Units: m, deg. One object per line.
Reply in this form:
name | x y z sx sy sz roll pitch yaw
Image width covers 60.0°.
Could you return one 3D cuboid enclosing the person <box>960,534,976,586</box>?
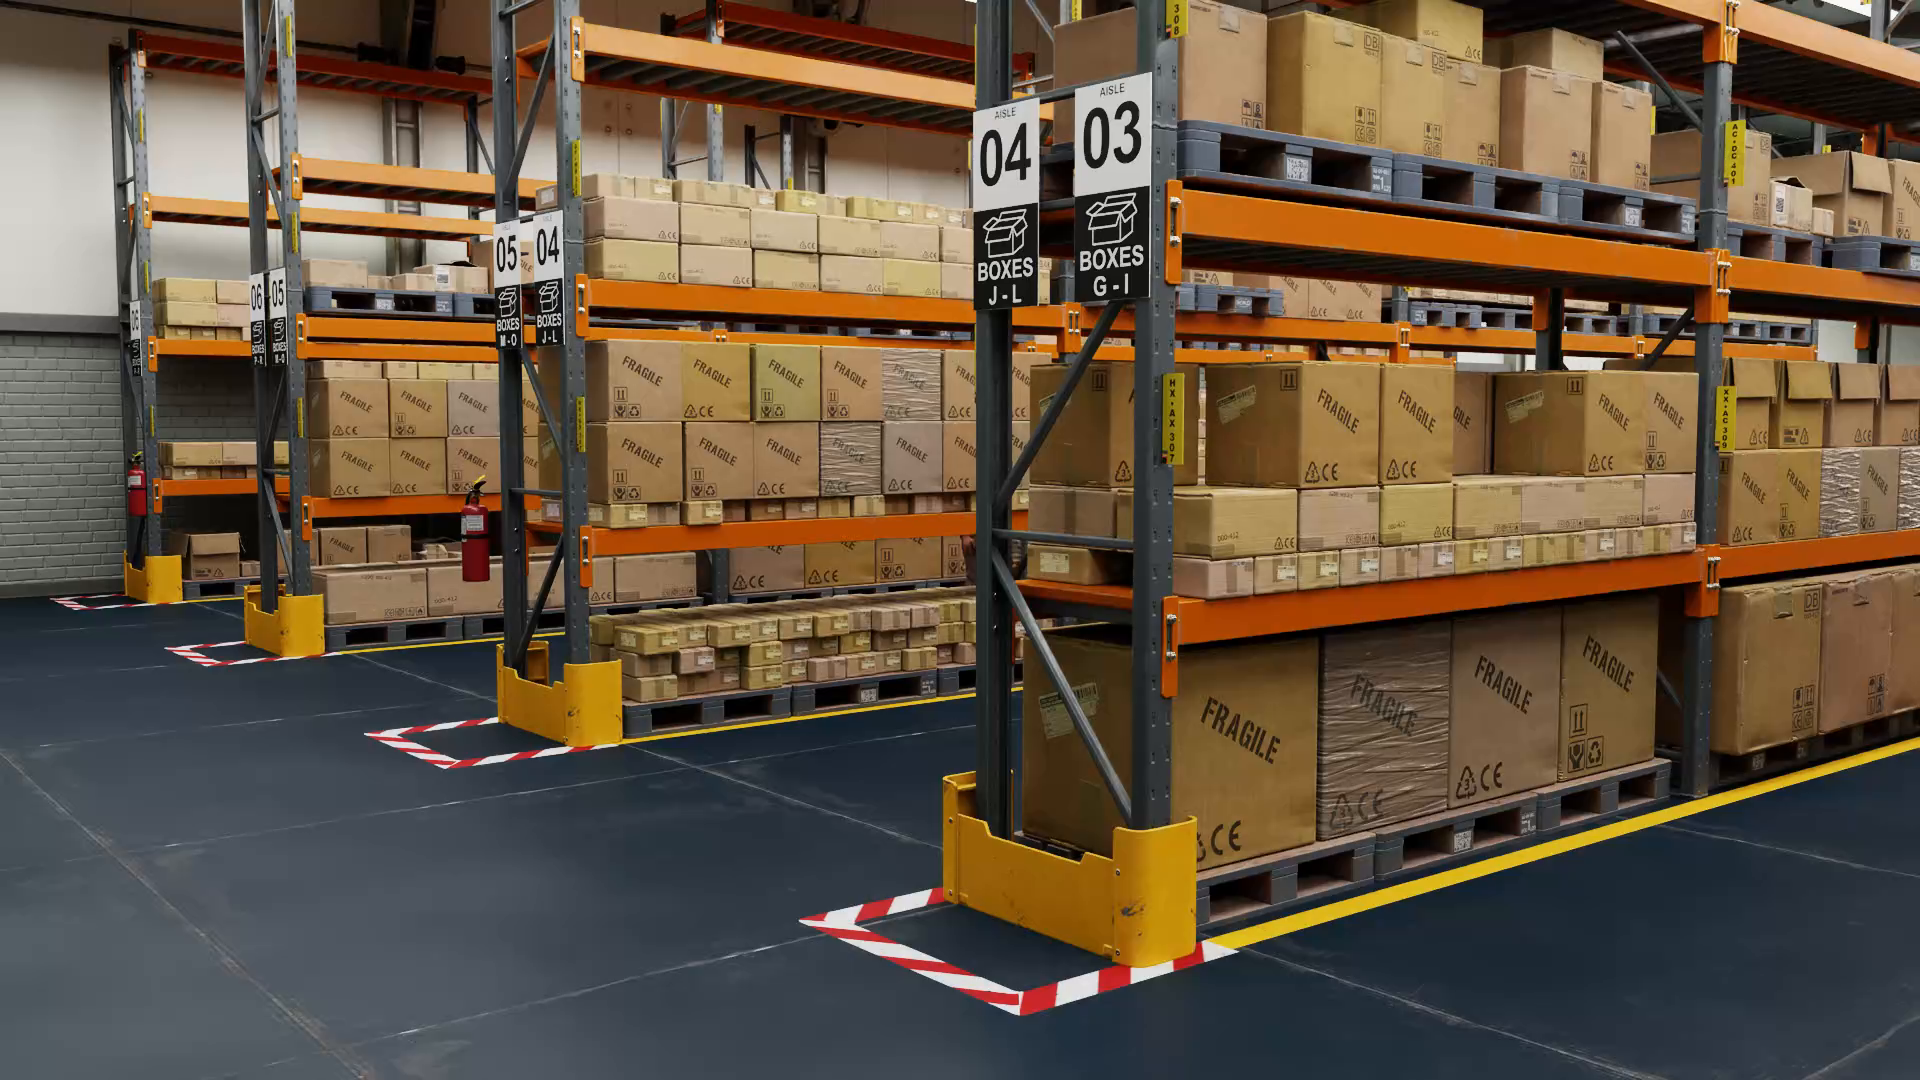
person | 0.220 -0.006 15.230 0.580 1.719 0.426 -4 6 -42
